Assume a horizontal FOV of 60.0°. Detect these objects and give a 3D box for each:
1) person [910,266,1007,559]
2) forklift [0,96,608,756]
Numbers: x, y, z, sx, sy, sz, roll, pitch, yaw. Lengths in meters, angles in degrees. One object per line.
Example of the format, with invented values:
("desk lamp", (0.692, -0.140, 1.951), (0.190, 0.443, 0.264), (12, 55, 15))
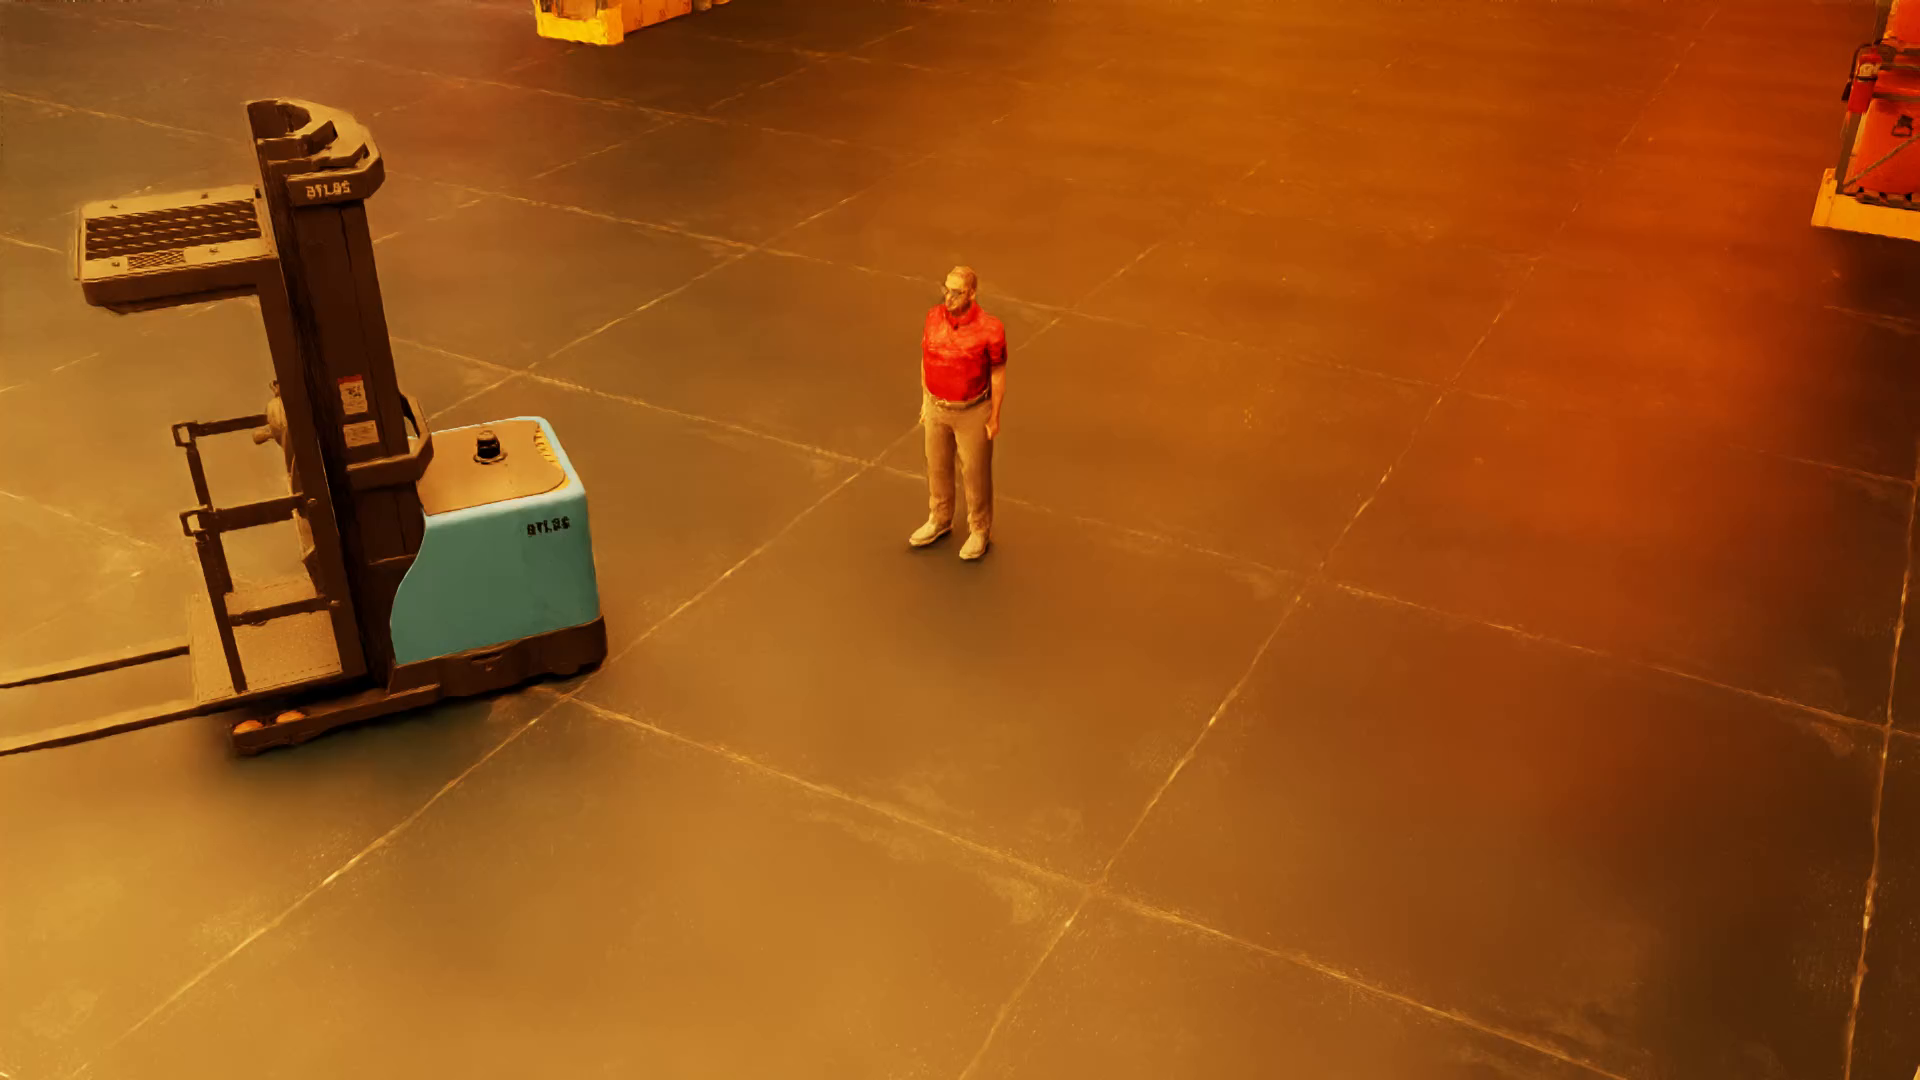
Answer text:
("person", (-0.012, -0.736, 9.552), (0.523, 1.730, 0.365), (15, 33, 25))
("forklift", (-3.432, -0.514, 7.961), (3.031, 2.935, 1.130), (-13, 32, -21))
